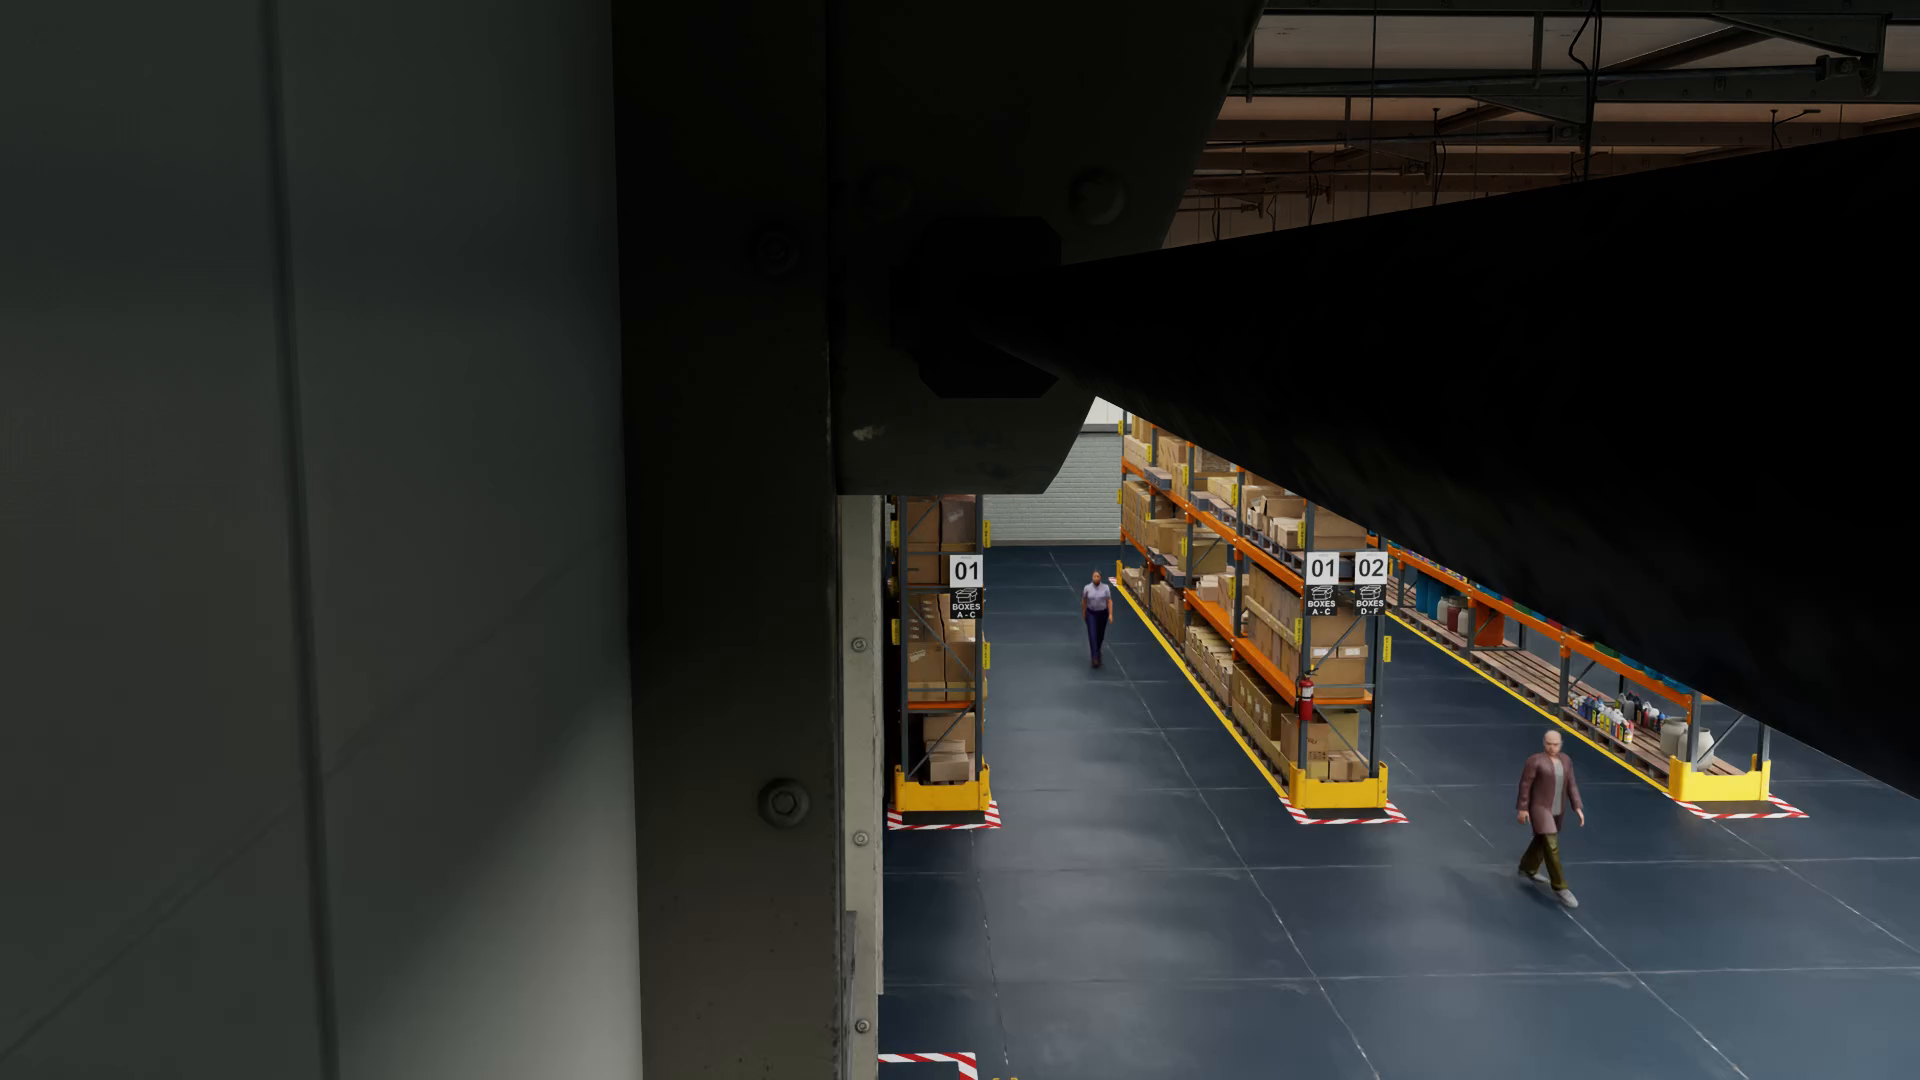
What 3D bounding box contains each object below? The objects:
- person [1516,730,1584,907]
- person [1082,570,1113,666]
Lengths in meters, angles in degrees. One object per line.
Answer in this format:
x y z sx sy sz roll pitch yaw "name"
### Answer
6.249 2.877 17.558 0.605 1.764 0.948 -4 9 -26 "person"
2.377 1.303 28.732 0.501 1.588 1.022 -1 8 -6 "person"
